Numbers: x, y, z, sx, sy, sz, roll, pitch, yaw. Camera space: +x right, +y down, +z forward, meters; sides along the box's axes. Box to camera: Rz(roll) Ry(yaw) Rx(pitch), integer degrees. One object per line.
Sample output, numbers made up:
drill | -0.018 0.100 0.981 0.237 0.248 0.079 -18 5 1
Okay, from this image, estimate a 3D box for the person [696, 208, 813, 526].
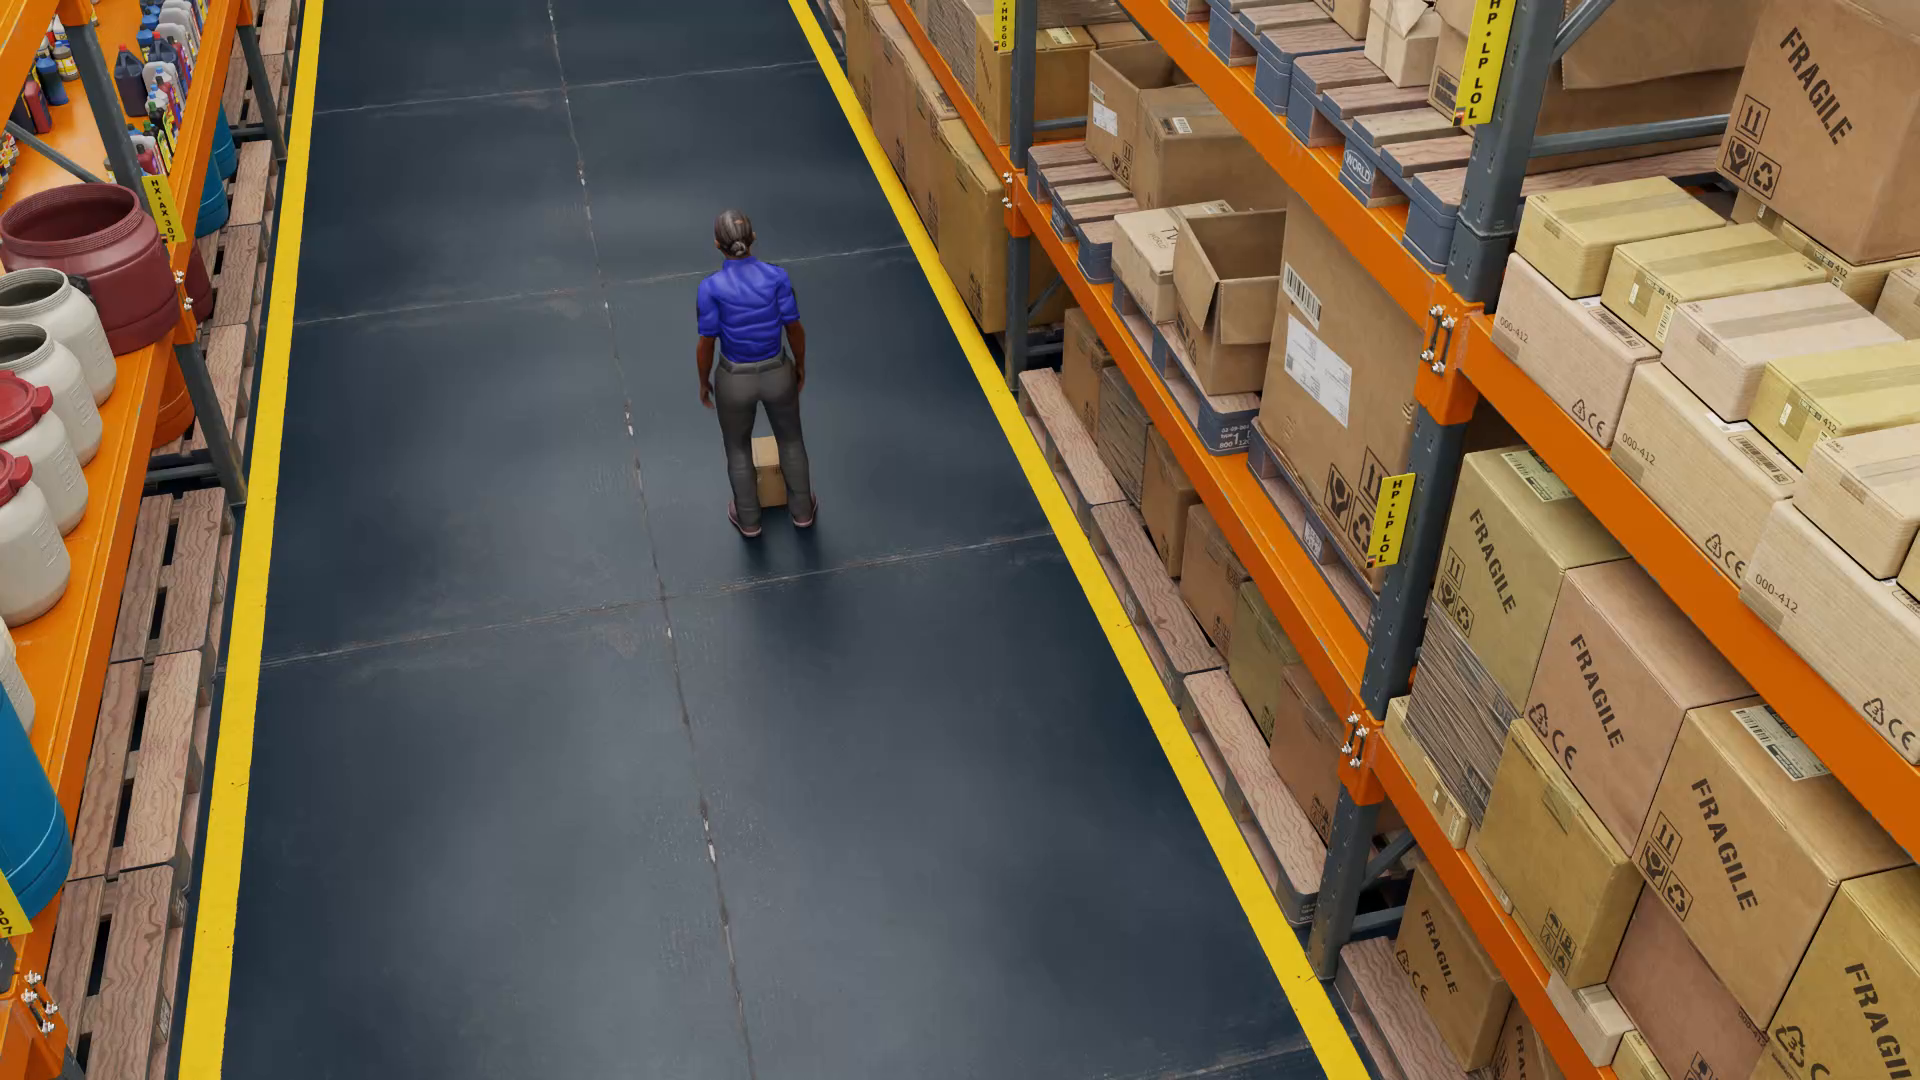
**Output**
person | -0.951 -0.771 7.633 0.503 1.585 0.349 -11 40 -13
